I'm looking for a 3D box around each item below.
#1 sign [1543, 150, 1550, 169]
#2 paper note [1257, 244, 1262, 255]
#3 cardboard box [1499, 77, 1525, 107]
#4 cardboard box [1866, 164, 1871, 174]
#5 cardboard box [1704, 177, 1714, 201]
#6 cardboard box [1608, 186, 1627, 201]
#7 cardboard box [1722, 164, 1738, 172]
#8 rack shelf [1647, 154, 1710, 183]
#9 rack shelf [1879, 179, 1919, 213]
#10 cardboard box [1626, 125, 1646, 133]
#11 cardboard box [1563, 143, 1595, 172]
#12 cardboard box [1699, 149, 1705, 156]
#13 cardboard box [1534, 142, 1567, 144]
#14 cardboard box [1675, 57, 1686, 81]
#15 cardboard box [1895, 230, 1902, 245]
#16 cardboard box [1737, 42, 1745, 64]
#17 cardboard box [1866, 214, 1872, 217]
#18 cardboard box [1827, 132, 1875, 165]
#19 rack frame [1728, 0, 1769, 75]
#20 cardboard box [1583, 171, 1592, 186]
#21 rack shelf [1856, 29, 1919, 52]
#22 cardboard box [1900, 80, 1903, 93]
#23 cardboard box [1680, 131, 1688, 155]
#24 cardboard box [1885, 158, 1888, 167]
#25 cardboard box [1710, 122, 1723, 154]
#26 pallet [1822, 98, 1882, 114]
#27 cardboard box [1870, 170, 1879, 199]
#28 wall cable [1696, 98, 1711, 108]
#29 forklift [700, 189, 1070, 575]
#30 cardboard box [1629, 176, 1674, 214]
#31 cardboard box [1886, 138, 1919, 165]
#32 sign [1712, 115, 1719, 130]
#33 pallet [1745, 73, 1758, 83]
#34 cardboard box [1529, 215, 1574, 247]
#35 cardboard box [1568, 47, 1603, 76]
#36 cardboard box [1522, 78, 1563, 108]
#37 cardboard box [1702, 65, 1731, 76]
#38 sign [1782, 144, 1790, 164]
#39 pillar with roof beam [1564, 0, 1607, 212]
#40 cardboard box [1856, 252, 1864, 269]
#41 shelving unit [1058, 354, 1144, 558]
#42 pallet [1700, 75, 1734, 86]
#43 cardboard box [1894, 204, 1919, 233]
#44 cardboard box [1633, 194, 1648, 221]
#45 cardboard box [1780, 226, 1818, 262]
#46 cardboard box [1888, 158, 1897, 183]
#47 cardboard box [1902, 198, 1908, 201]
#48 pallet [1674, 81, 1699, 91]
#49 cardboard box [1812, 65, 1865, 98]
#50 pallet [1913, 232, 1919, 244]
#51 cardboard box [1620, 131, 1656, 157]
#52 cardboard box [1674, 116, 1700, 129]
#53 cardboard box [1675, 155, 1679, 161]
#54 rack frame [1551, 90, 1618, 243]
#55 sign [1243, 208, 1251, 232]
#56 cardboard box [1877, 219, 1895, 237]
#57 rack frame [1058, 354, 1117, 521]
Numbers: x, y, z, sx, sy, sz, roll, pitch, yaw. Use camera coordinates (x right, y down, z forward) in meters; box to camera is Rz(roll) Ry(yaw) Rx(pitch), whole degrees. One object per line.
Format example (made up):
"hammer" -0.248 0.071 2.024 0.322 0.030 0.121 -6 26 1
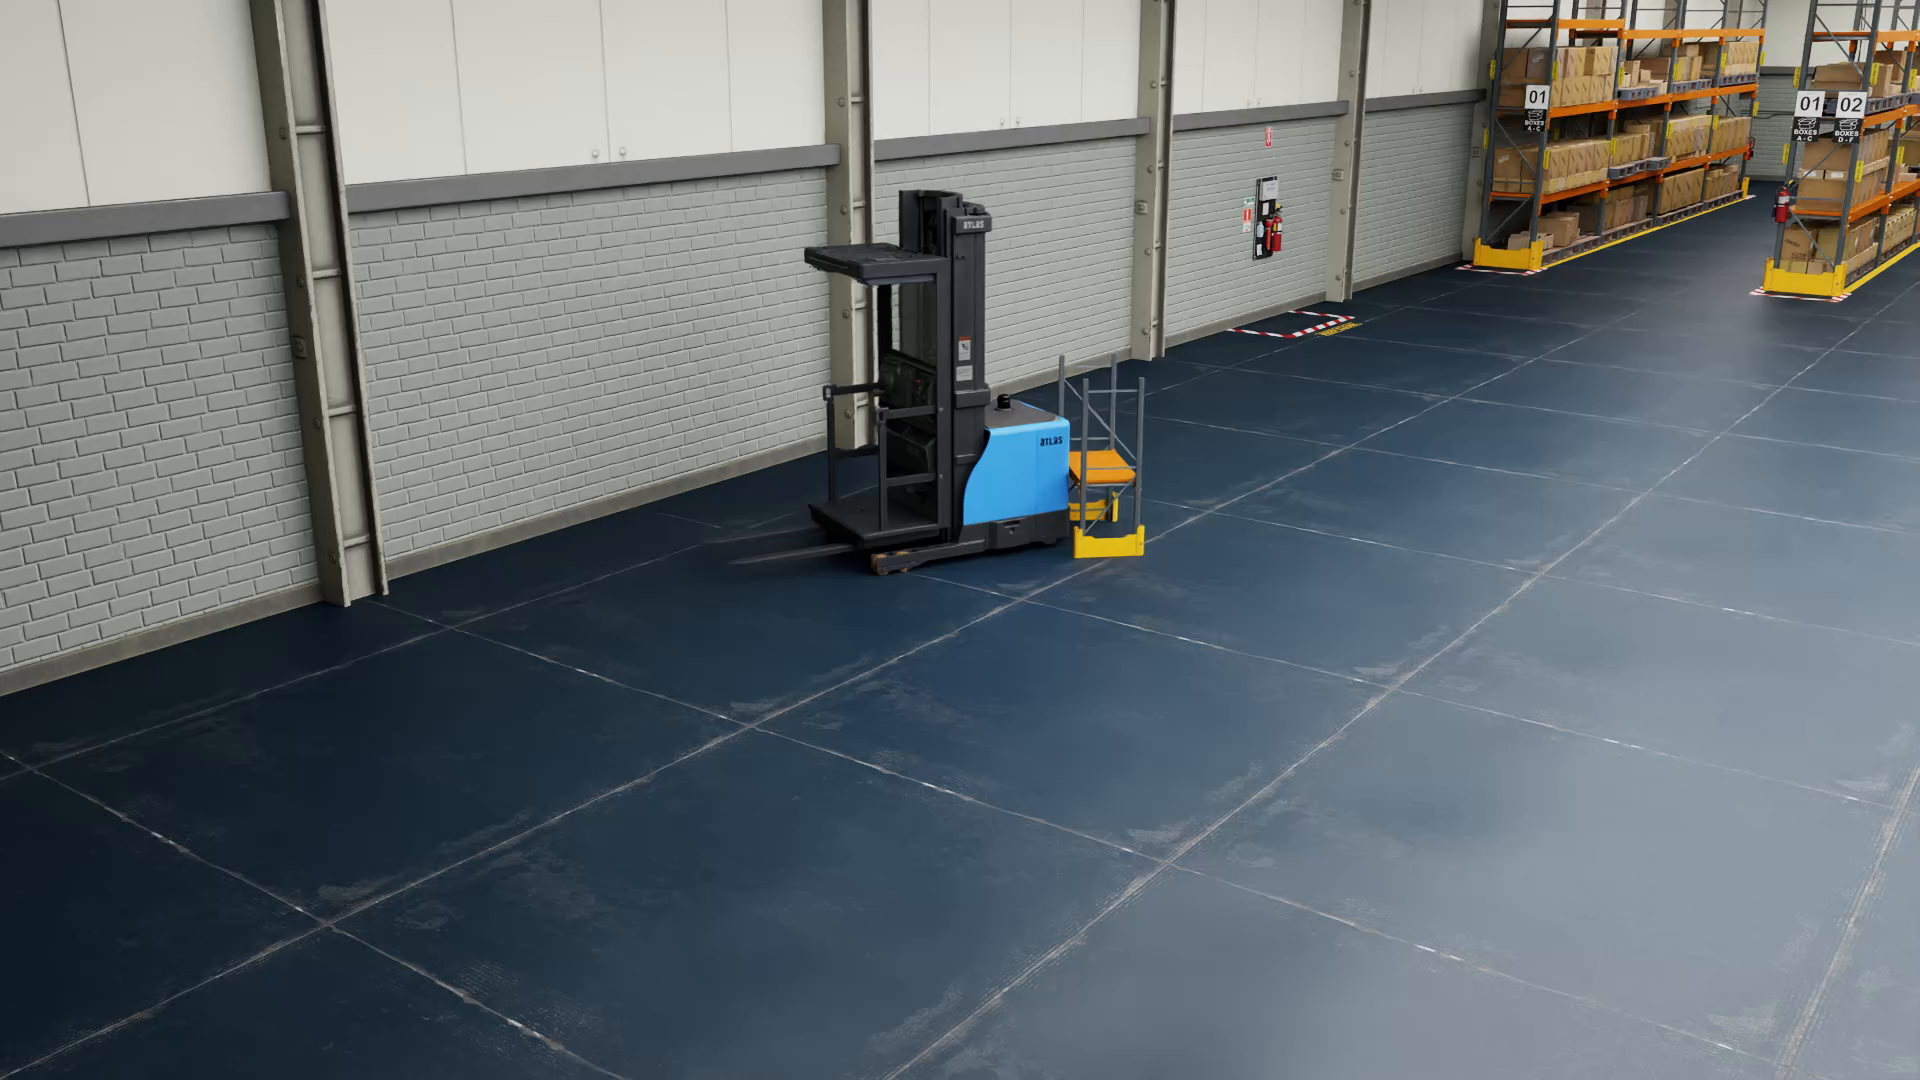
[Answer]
"sign" 10.342 -6.712 29.342 0.100 0.325 0.005 12 21 35
"paper note" 4.389 -4.253 24.366 0.016 0.148 0.142 12 21 35
"cardboard box" 9.951 -8.029 29.780 0.500 0.500 0.500 14 22 39
"cardboard box" 15.210 -6.299 28.209 0.380 0.149 0.250 13 21 35
"cardboard box" 17.584 -8.420 39.806 0.700 0.500 0.500 13 21 35
"cardboard box" 13.593 -7.246 34.728 0.500 0.250 0.500 12 21 34
"cardboard box" 19.172 -9.275 41.467 0.380 0.149 0.250 12 21 34
"rack shelf" 15.864 -8.433 37.555 1.077 0.370 4.000 12 21 35
"rack shelf" 17.462 -6.606 31.671 1.077 0.370 4.000 12 21 35
"cardboard box" 14.311 -8.701 35.201 0.380 0.149 0.250 9 19 26
"cardboard box" 11.654 -7.238 31.450 0.500 0.500 0.500 12 21 33
"cardboard box" 16.951 -8.948 38.389 0.380 0.149 0.250 13 21 36
"cardboard box" 11.229 -7.328 31.739 0.500 0.500 0.500 13 22 36
"cardboard box" 15.529 -10.381 36.647 0.700 0.500 0.500 14 22 37
"cardboard box" 17.625 -5.779 31.724 0.500 0.250 0.500 13 21 36
"cardboard box" 18.297 -11.583 39.538 0.500 0.500 0.500 13 21 35
"cardboard box" 17.187 -6.138 31.934 0.500 0.311 0.500 12 21 34
"cardboard box" 15.114 -6.675 28.325 0.700 0.500 0.500 12 21 35
"rack frame" 19.439 -13.071 41.161 1.000 3.000 0.127 12 21 35
"cardboard box" 11.660 -6.879 31.558 0.500 0.250 0.500 12 21 34
"rack shelf" 17.462 -9.280 30.841 1.077 0.370 4.000 12 21 35
"cardboard box" 16.970 -8.311 30.436 0.500 0.250 0.500 10 20 29
"cardboard box" 15.784 -8.811 36.856 0.500 0.500 0.500 12 21 34
"cardboard box" 16.280 -6.728 29.589 0.380 0.149 0.250 12 21 35
"cardboard box" 17.392 -9.523 39.345 0.980 0.700 0.700 13 21 36
"pallet" 14.329 -7.075 27.059 1.003 0.211 1.213 12 21 35
"cardboard box" 15.701 -6.287 29.264 0.700 0.500 0.500 12 21 34
"wall cable" 19.443 -11.163 43.420 0.084 1.984 1.851 12 21 35
"forklift" -0.613 -1.295 13.473 3.031 2.935 1.130 -9 19 -27
"cardboard box" 15.216 -7.626 36.660 0.750 0.750 0.750 12 21 34
"cardboard box" 18.938 -7.844 33.569 0.700 0.500 0.500 5 18 16
"sign" 17.498 -9.675 38.521 0.100 0.325 0.005 12 21 35
"pallet" 19.006 -11.417 41.044 1.003 0.211 1.213 12 21 35
"cardboard box" 11.207 -5.862 31.535 0.700 0.500 0.500 11 20 31
"cardboard box" 11.588 -8.889 30.864 0.500 0.500 0.500 12 21 33
"cardboard box" 10.306 -7.920 29.430 0.500 0.500 0.500 13 22 36
"cardboard box" 17.679 -10.980 38.863 0.500 0.250 0.500 12 21 35
"sign" 13.459 -6.286 27.075 0.100 0.325 0.005 12 21 35
"pillar with roof beam" 16.661 -10.248 32.070 9.100 9.000 0.400 12 21 35
"cardboard box" 15.280 -4.853 28.742 0.500 0.250 0.500 12 21 35
"shelving unit" 1.169 -0.736 14.084 0.587 1.500 1.083 -2 17 -7
"pallet" 17.552 -10.836 39.172 1.003 0.211 1.213 12 21 35
"cardboard box" 19.154 -6.500 33.591 0.500 0.500 0.500 14 22 37
"cardboard box" 14.286 -7.136 35.638 0.700 0.500 0.500 13 21 35
"cardboard box" 13.967 -4.946 27.778 0.500 0.500 0.500 12 21 35
"cardboard box" 17.353 -6.946 31.384 0.500 0.500 0.500 12 21 35
"cardboard box" 19.638 -6.956 35.058 0.500 0.500 0.500 11 21 33
"pallet" 15.678 -10.072 36.881 1.003 0.211 1.213 14 22 37
"cardboard box" 14.232 -7.406 26.858 0.797 0.503 0.637 14 22 38
"pallet" 19.128 -6.265 34.063 1.003 0.211 1.213 12 21 35
"cardboard box" 14.401 -8.444 35.468 0.700 0.500 0.500 10 20 28
"cardboard box" 16.367 -9.412 37.528 0.500 0.250 0.500 13 21 36
"cardboard box" 15.799 -8.539 37.072 0.380 0.149 0.250 13 21 36
"rack frame" 12.289 -7.348 32.847 1.000 3.000 0.127 12 21 35
"sign" 4.138 -4.607 23.962 0.001 0.329 0.234 12 21 35
"cardboard box" 17.019 -5.801 30.849 0.500 0.311 0.500 12 21 34
"rack frame" 1.104 -0.882 14.556 0.500 1.500 0.032 -2 17 -7
